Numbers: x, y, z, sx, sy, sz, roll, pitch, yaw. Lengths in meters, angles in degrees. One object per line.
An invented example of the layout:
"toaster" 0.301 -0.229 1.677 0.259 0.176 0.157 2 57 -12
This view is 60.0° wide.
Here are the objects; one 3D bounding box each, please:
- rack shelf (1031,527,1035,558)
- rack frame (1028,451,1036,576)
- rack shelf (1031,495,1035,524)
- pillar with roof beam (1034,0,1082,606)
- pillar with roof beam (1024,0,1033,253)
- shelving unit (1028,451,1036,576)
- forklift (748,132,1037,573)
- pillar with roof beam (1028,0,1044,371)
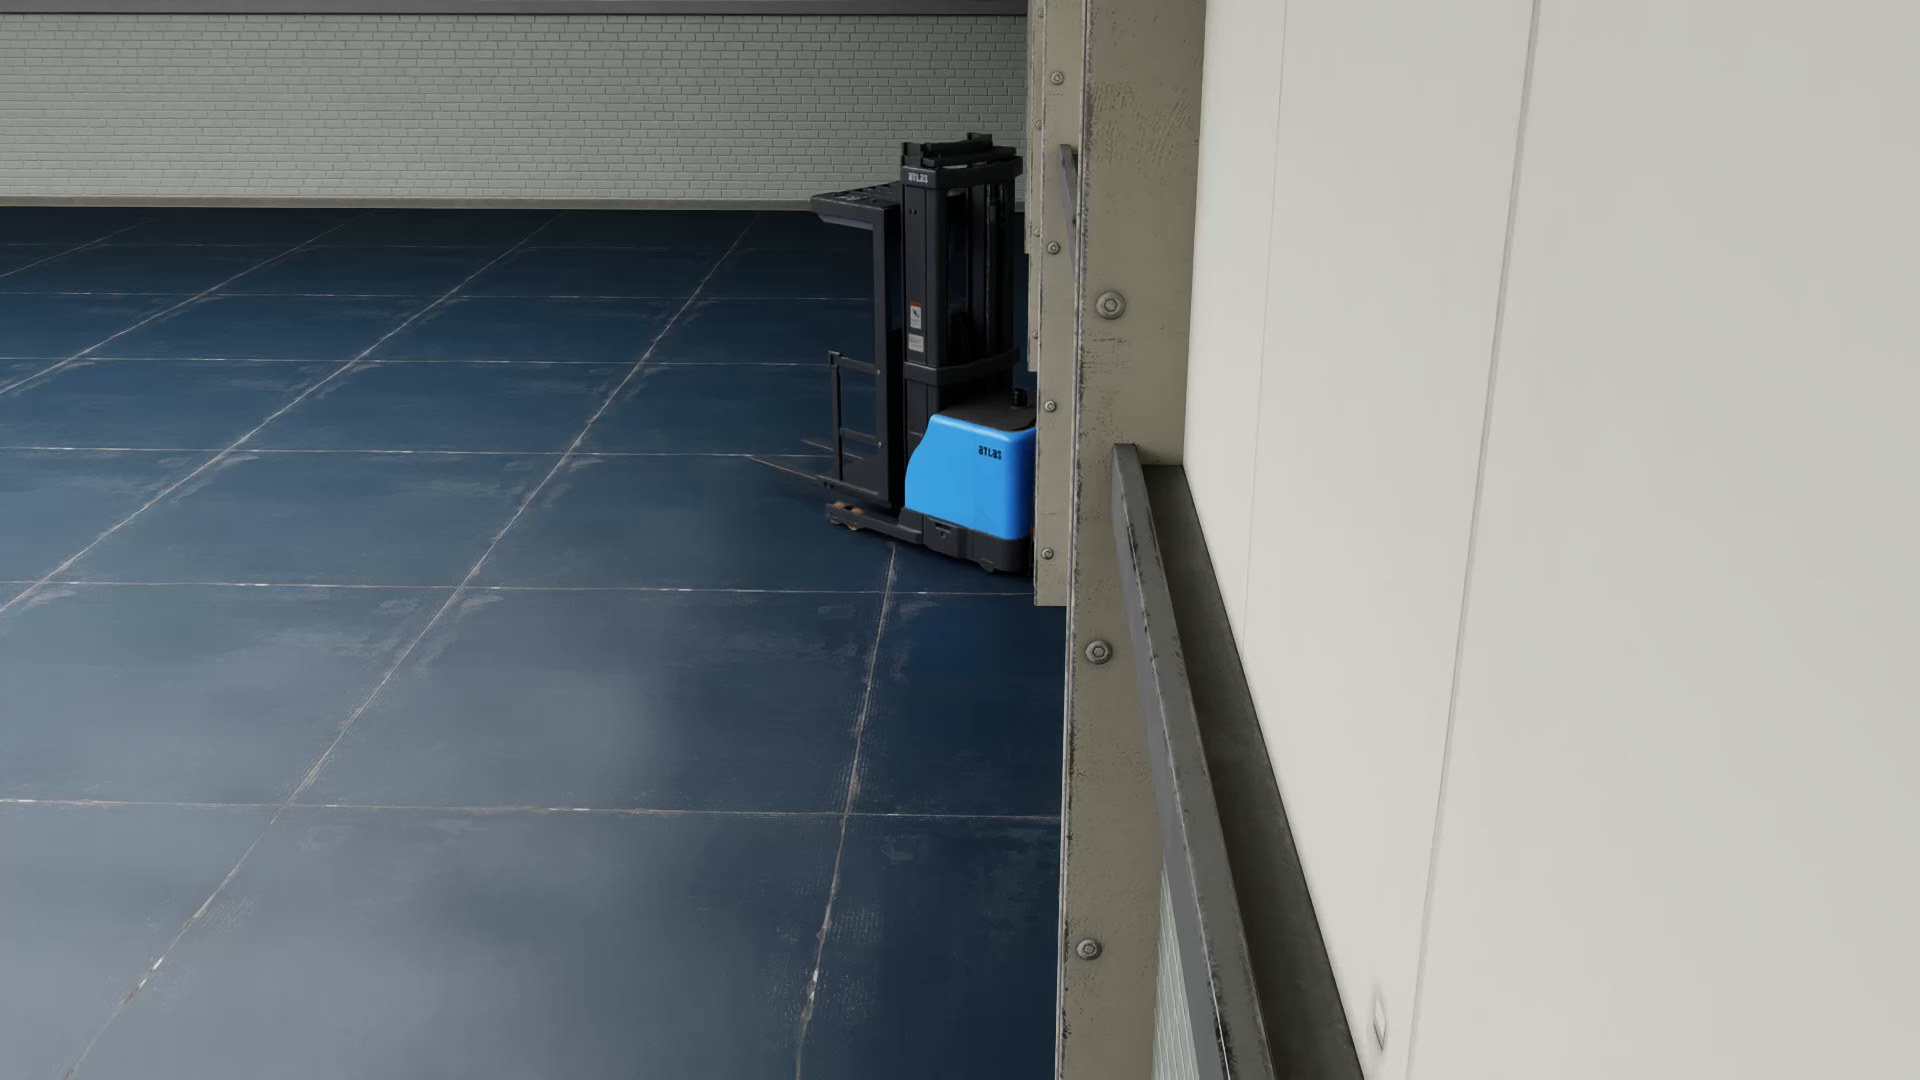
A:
"rack shelf" 0.647 0.017 11.804 0.215 0.259 0.240 17 25 32
"rack frame" 0.588 -0.219 11.606 0.200 1.050 0.008 17 25 32
"rack shelf" 0.659 -0.242 11.703 0.215 0.259 0.240 17 25 32
"pillar with roof beam" -3.633 -3.865 10.050 9.100 9.000 0.400 1 21 2
"pillar with roof beam" -3.268 -8.204 21.232 9.100 9.000 0.400 1 21 2
"shelving unit" 0.659 -0.252 11.699 0.215 1.050 0.252 17 25 32
"forklift" -0.400 -1.565 12.510 3.031 2.935 1.130 18 28 39
"pillar with roof beam" -3.450 -6.034 15.641 9.100 9.000 0.400 1 21 2
